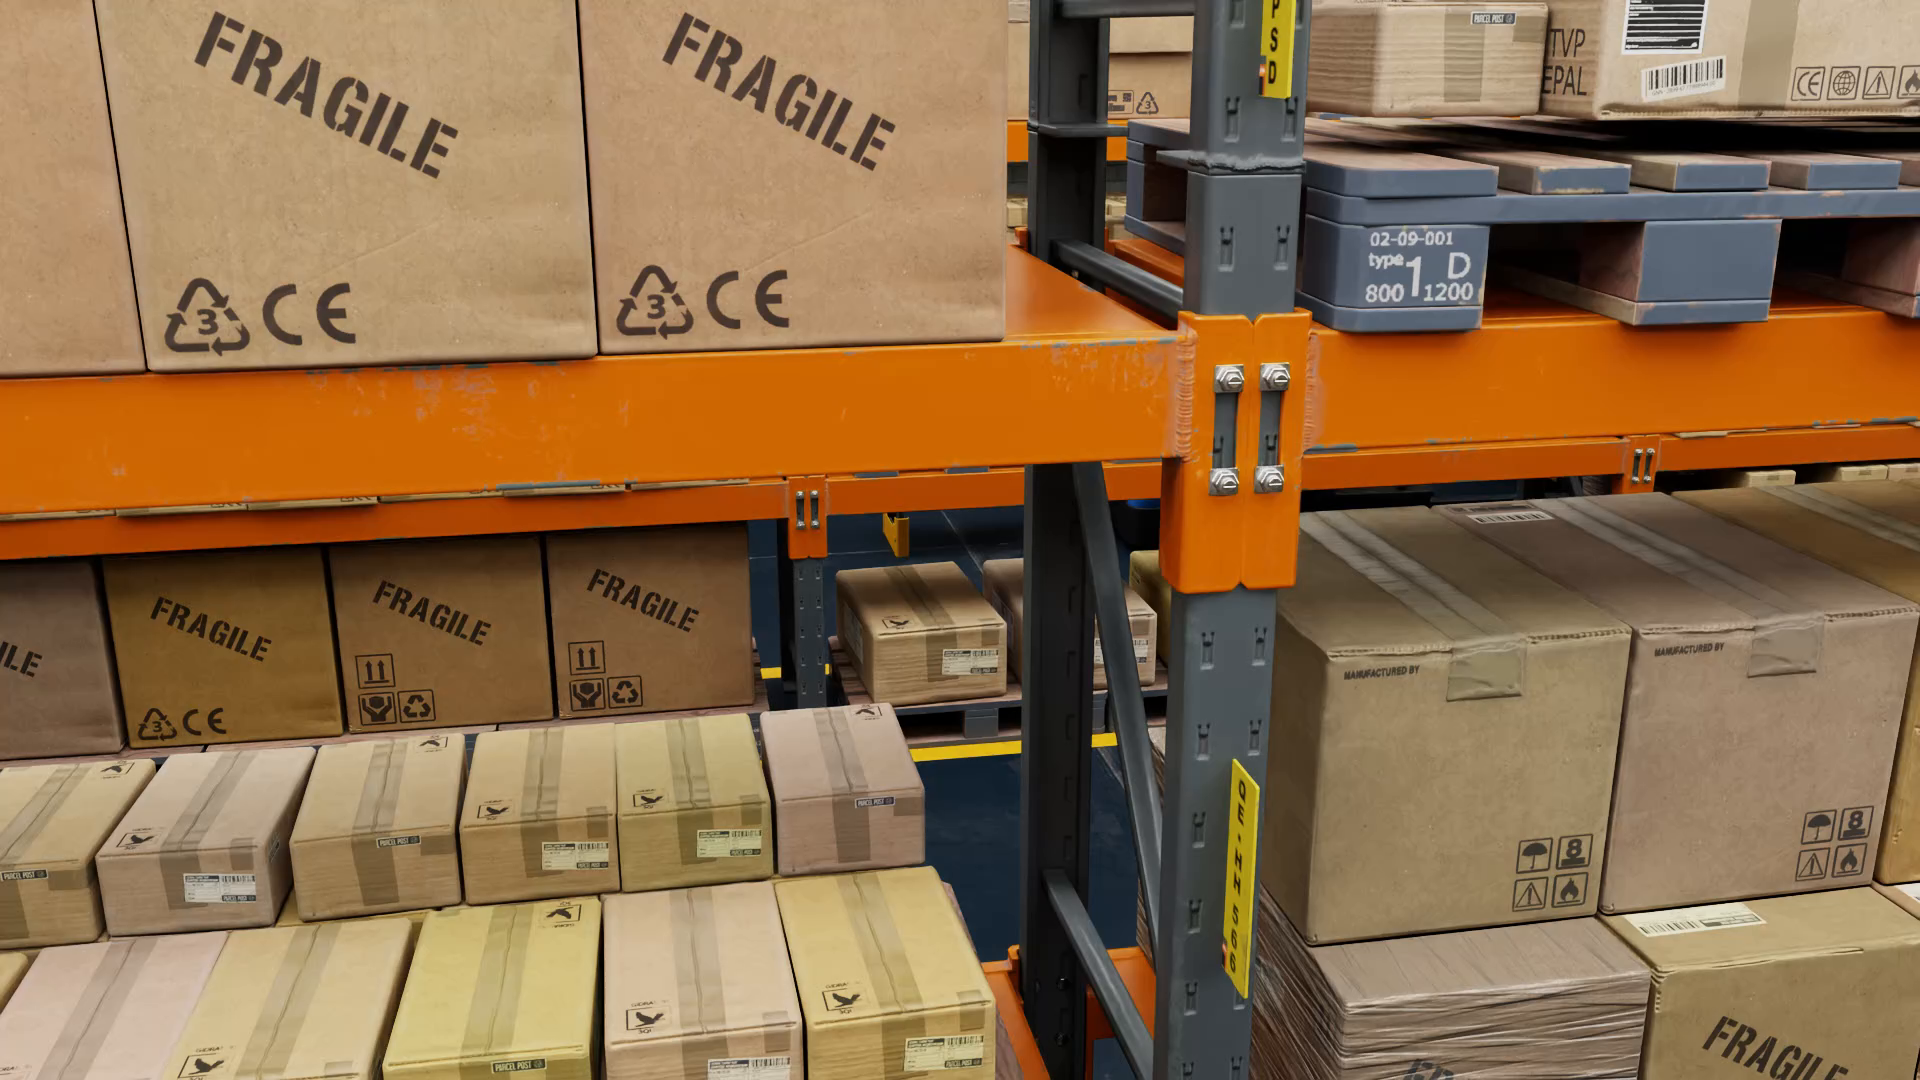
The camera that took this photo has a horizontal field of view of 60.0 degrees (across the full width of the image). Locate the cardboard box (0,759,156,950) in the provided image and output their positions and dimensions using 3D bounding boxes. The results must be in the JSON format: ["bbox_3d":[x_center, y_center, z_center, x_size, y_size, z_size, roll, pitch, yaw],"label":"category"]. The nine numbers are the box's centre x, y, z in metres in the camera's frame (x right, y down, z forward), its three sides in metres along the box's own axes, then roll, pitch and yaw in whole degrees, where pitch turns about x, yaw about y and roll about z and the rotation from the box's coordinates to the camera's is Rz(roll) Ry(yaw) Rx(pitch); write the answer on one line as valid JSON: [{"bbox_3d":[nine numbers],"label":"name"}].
[{"bbox_3d":[-1.503,0.512,2.737,0.250,0.149,0.380,-3,17,-9],"label":"cardboard box"}]

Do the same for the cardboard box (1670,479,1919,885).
[{"bbox_3d":[1.720,0.227,3.089,0.500,0.500,0.700,-4,17,-11],"label":"cardboard box"}]

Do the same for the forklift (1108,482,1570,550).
[{"bbox_3d":[2.489,-1.510,10.735,3.031,2.935,1.130,-3,17,-8],"label":"forklift"}]

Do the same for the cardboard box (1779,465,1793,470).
[{"bbox_3d":[4.196,-0.195,9.029,0.500,0.500,0.500,-3,17,-9],"label":"cardboard box"}]

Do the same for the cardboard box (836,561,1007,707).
[{"bbox_3d":[-0.204,0.439,8.035,0.625,0.372,0.950,-4,18,-14],"label":"cardboard box"}]

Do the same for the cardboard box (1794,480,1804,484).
[{"bbox_3d":[4.321,-0.044,8.537,0.500,0.500,0.500,-3,17,-8],"label":"cardboard box"}]

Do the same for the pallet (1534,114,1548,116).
[{"bbox_3d":[2.541,-2.151,7.919,1.003,0.211,1.213,-3,17,-10],"label":"pallet"}]

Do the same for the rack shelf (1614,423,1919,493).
[{"bbox_3d":[5.131,-0.579,8.812,4.000,0.370,1.077,-3,17,-10],"label":"rack shelf"}]

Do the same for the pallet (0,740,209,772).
[{"bbox_3d":[-3.944,0.903,7.513,1.213,0.211,1.003,-3,17,-10],"label":"pallet"}]

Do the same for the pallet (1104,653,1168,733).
[{"bbox_3d":[1.203,0.635,8.386,1.213,0.211,1.003,-3,17,-10],"label":"pallet"}]

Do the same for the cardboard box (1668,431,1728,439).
[{"bbox_3d":[3.537,-0.616,8.136,0.250,0.149,0.380,-3,17,-11],"label":"cardboard box"}]

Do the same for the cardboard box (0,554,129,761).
[{"bbox_3d":[-4.094,0.392,7.331,0.875,0.875,0.875,-3,17,-9],"label":"cardboard box"}]

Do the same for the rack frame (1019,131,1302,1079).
[{"bbox_3d":[0.278,0.833,2.990,0.127,3.000,1.000,-3,17,-10],"label":"rack frame"}]

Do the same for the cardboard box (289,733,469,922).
[{"bbox_3d":[-0.978,0.481,2.837,0.250,0.149,0.380,-4,18,-13],"label":"cardboard box"}]

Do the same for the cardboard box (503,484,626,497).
[{"bbox_3d":[-1.706,-0.381,7.197,0.500,0.250,0.500,-3,17,-9],"label":"cardboard box"}]

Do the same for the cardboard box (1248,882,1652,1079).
[{"bbox_3d":[0.770,0.838,2.804,0.500,0.500,0.500,-3,17,-10],"label":"cardboard box"}]

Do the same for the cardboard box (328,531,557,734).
[{"bbox_3d":[-2.331,0.290,7.663,0.875,0.875,0.875,-3,17,-10],"label":"cardboard box"}]

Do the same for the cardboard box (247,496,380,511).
[{"bbox_3d":[-2.699,-0.321,7.002,0.500,0.250,0.500,-4,17,-11],"label":"cardboard box"}]

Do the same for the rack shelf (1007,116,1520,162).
[{"bbox_3d":[1.203,-1.790,7.646,4.000,0.370,1.077,-3,17,-10],"label":"rack shelf"}]

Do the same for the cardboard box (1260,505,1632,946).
[{"bbox_3d":[0.721,0.285,2.901,0.500,0.500,0.700,-3,17,-11],"label":"cardboard box"}]

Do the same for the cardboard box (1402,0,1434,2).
[{"bbox_3d":[0.824,-0.834,2.823,0.250,0.166,0.380,-3,17,-10],"label":"cardboard box"}]

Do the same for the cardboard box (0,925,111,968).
[{"bbox_3d":[-1.499,0.651,2.788,0.250,0.149,0.380,-3,17,-11],"label":"cardboard box"}]

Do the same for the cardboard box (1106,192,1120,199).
[{"bbox_3d":[1.070,-2.608,12.920,0.250,0.149,0.380,-3,17,-11],"label":"cardboard box"}]

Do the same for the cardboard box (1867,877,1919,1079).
[{"bbox_3d":[1.764,0.781,2.990,0.500,0.500,0.500,-3,17,-10],"label":"cardboard box"}]

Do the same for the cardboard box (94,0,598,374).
[{"bbox_3d":[-0.723,-0.512,2.090,0.500,0.500,0.500,-3,17,-10],"label":"cardboard box"}]

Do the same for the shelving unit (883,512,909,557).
[{"bbox_3d":[0.075,-0.721,10.605,1.083,1.500,0.587,-3,17,-10],"label":"shelving unit"}]

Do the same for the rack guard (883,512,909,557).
[{"bbox_3d":[-0.414,-0.096,10.699,0.087,0.250,0.587,-3,17,-10],"label":"rack guard"}]

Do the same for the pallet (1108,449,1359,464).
[{"bbox_3d":[1.176,-0.619,8.044,1.213,0.211,1.003,-3,17,-10],"label":"pallet"}]

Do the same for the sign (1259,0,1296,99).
[{"bbox_3d":[0.379,-0.691,1.965,0.005,0.325,0.100,-3,17,-10],"label":"sign"}]

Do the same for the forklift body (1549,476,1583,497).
[{"bbox_3d":[4.633,-1.427,11.795,1.214,2.155,2.313,-3,17,-10],"label":"forklift body"}]

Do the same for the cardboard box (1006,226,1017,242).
[{"bbox_3d":[0.282,-2.228,12.360,0.500,0.250,0.500,-3,17,-10],"label":"cardboard box"}]

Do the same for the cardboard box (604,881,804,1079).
[{"bbox_3d":[-0.363,0.641,2.316,0.250,0.149,0.380,-3,17,-11],"label":"cardboard box"}]

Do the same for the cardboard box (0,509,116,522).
[{"bbox_3d":[-3.698,-0.271,6.842,0.500,0.250,0.500,-4,17,-12],"label":"cardboard box"}]

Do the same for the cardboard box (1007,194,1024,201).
[{"bbox_3d":[0.330,-2.570,12.797,0.250,0.149,0.380,-3,17,-10],"label":"cardboard box"}]

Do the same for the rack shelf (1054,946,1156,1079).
[{"bbox_3d":[2.242,1.066,3.459,4.000,0.370,1.077,-3,17,-10],"label":"rack shelf"}]

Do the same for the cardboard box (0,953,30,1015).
[{"bbox_3d":[-1.386,0.699,2.127,0.250,0.149,0.380,-2,17,-8],"label":"cardboard box"}]

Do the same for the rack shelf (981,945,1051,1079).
[{"bbox_3d":[-1.686,1.288,2.733,4.000,0.370,1.077,-3,17,-10],"label":"rack shelf"}]

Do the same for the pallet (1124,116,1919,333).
[{"bbox_3d":[0.900,-0.562,2.744,1.003,0.211,1.213,-2,17,-8],"label":"pallet"}]

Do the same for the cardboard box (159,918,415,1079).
[{"bbox_3d":[-0.882,0.671,2.216,0.250,0.149,0.380,-3,17,-9],"label":"cardboard box"}]

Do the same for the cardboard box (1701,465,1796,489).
[{"bbox_3d":[3.932,-0.311,8.300,0.250,0.149,0.380,-3,17,-10],"label":"cardboard box"}]

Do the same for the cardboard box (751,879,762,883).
[{"bbox_3d":[-0.463,0.734,3.026,0.250,0.149,0.380,-2,17,-8],"label":"cardboard box"}]

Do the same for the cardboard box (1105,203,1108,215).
[{"bbox_3d":[0.926,-2.449,12.402,0.250,0.149,0.380,-4,17,-12],"label":"cardboard box"}]

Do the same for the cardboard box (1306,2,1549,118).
[{"bbox_3d":[0.636,-0.702,2.421,0.250,0.149,0.380,-4,18,-13],"label":"cardboard box"}]

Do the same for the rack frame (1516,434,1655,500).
[{"bbox_3d":[3.167,-0.811,8.343,0.127,3.000,1.000,-3,17,-10],"label":"rack frame"}]

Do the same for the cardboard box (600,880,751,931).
[{"bbox_3d":[-0.501,0.595,2.972,0.250,0.149,0.380,-2,17,-8],"label":"cardboard box"}]

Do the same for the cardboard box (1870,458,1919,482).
[{"bbox_3d":[4.700,-0.356,8.447,0.250,0.149,0.380,-2,17,-7],"label":"cardboard box"}]

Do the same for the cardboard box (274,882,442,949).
[{"bbox_3d":[-1.010,0.625,2.874,0.250,0.149,0.380,-3,17,-10],"label":"cardboard box"}]

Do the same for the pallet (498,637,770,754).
[{"bbox_3d":[-1.549,0.767,7.955,1.213,0.211,1.003,-3,17,-10],"label":"pallet"}]

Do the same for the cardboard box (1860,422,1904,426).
[{"bbox_3d":[4.536,-0.696,8.398,0.250,0.149,0.380,-3,17,-11],"label":"cardboard box"}]

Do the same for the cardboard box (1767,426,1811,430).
[{"bbox_3d":[4.030,-0.669,8.308,0.250,0.149,0.380,-3,17,-11],"label":"cardboard box"}]

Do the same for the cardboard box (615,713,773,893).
[{"bbox_3d":[-0.476,0.454,2.925,0.250,0.149,0.380,-4,17,-12],"label":"cardboard box"}]

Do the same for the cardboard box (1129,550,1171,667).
[{"bbox_3d":[1.265,0.355,8.309,0.625,0.372,0.950,-3,17,-9],"label":"cardboard box"}]

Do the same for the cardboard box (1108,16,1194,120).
[{"bbox_3d":[0.732,-2.165,7.466,0.637,0.503,0.797,-3,17,-10],"label":"cardboard box"}]
